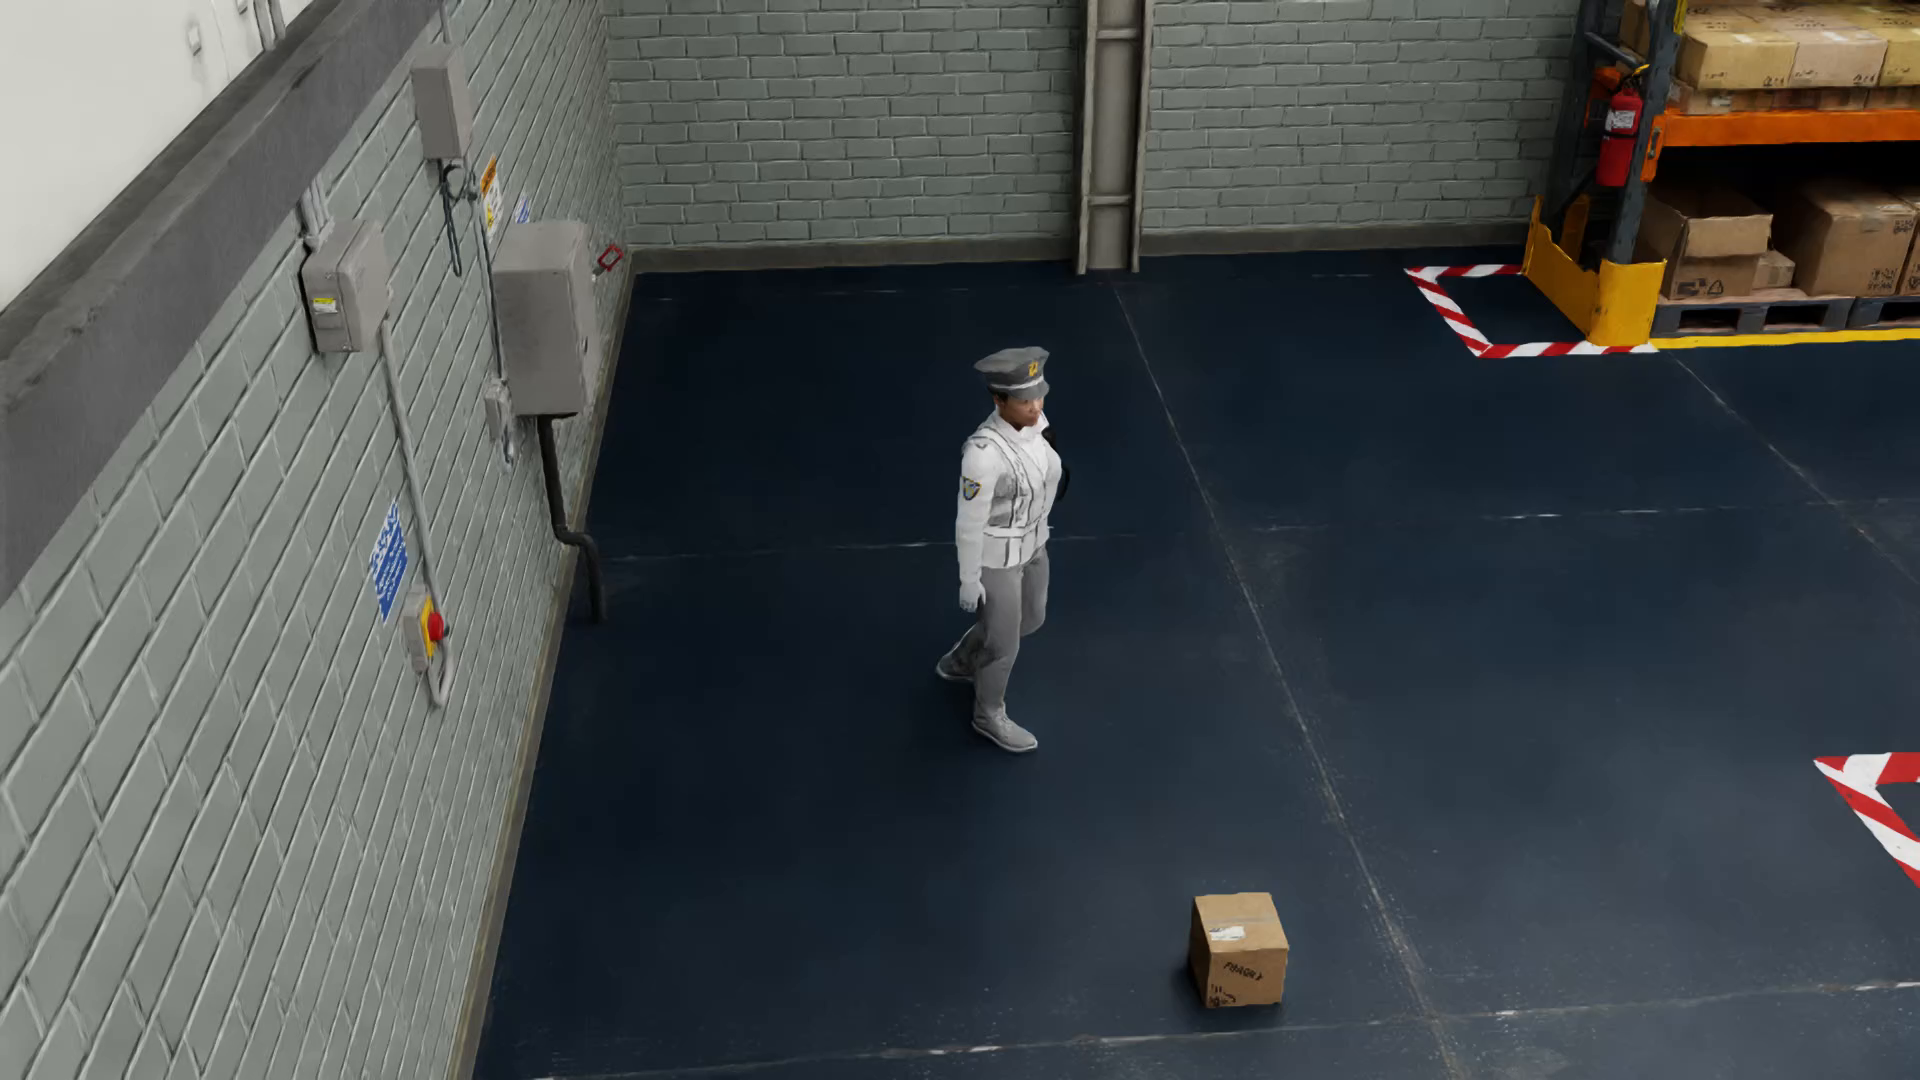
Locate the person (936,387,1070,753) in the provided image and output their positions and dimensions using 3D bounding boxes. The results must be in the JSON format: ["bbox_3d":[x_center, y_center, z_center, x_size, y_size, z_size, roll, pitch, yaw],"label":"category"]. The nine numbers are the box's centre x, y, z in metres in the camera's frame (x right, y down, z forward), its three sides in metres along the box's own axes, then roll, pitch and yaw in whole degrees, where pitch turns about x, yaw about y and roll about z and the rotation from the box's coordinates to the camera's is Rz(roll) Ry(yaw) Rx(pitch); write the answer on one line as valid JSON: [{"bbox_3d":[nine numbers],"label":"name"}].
[{"bbox_3d":[0.102,0.032,6.089,0.529,1.647,0.520,16,35,25],"label":"person"}]
